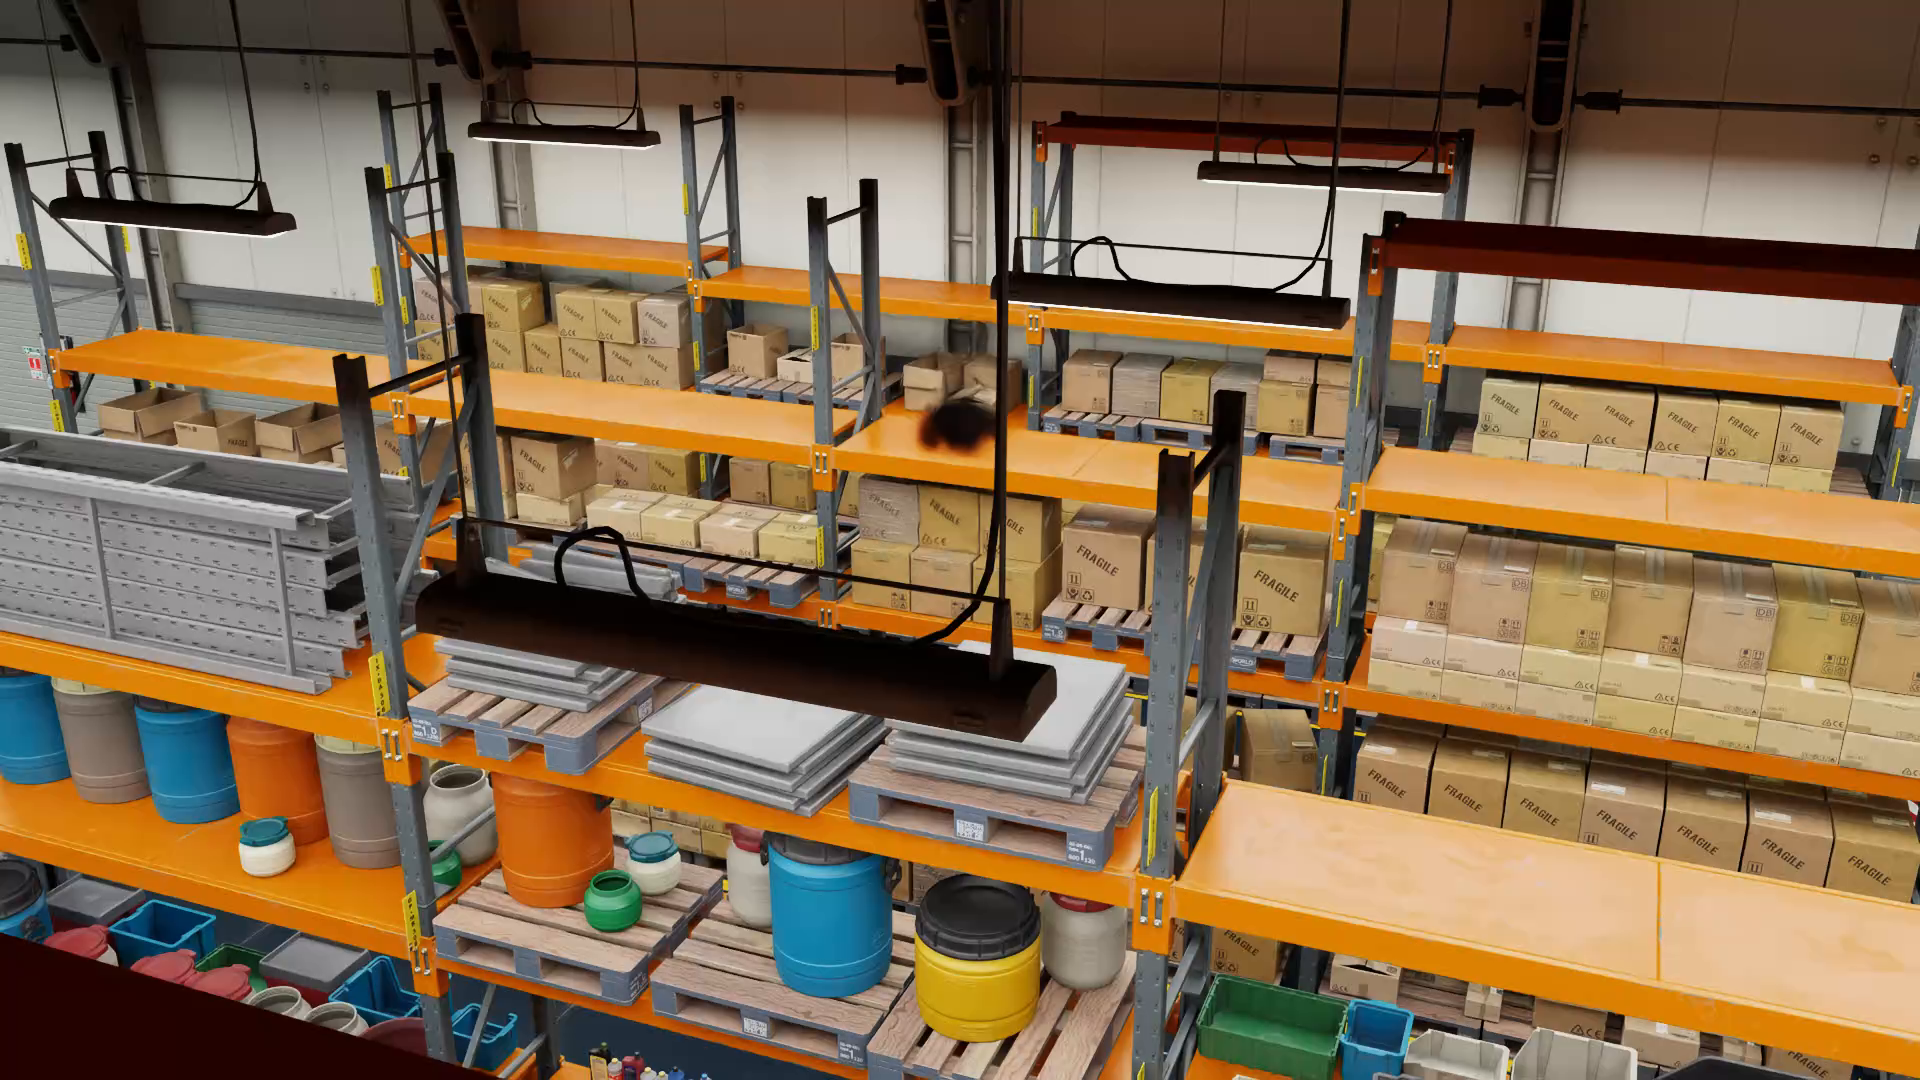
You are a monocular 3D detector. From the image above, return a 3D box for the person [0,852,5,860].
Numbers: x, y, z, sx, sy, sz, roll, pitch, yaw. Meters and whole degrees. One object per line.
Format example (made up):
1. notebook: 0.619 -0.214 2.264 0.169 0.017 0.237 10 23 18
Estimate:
1. person: -8.695 2.285 14.128 0.933 1.637 0.601 -4 21 -10
